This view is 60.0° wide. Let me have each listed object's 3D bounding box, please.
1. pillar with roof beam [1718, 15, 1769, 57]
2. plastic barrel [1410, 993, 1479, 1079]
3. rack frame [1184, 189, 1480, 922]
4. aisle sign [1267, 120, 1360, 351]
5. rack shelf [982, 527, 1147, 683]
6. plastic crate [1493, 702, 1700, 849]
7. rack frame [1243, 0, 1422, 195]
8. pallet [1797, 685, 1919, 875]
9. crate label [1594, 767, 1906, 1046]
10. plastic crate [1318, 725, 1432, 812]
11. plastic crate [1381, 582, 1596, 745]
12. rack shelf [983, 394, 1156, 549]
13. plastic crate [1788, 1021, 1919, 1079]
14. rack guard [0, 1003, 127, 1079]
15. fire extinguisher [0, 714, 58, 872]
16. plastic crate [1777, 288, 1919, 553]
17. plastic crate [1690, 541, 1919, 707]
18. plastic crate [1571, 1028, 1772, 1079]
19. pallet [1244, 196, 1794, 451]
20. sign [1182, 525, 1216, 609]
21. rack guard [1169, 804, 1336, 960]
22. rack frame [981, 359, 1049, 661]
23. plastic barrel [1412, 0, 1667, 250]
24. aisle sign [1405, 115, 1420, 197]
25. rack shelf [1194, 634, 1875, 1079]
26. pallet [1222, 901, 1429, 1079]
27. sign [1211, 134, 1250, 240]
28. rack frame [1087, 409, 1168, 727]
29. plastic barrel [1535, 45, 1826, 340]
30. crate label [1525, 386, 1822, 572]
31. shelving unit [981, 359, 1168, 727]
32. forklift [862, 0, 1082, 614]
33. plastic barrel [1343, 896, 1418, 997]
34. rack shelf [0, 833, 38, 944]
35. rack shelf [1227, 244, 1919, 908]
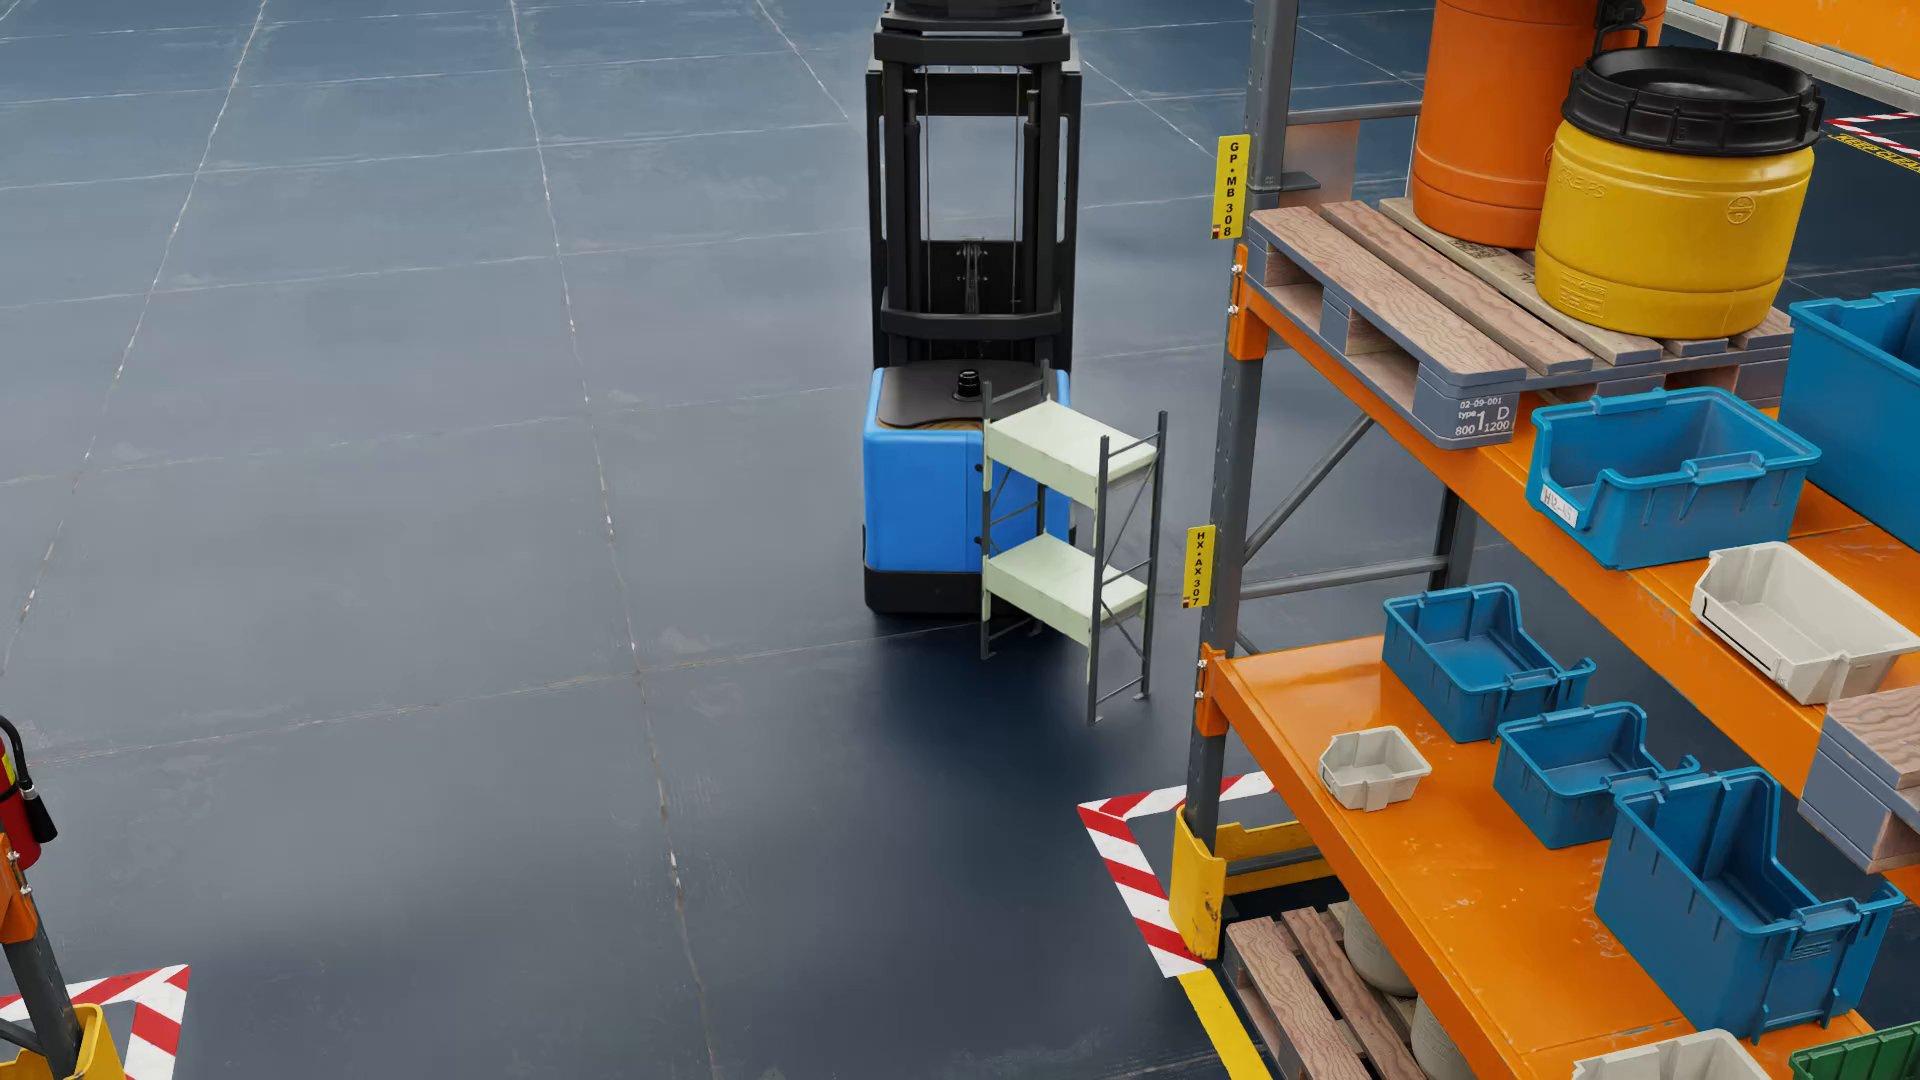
[{"bbox_3d":[4.602,-8.770,15.418,9.100,9.000,0.400,-8,31,-13],"label":"pillar with roof beam"},{"bbox_3d":[1.748,1.589,5.574,0.421,0.512,0.421,0,30,0],"label":"plastic barrel"},{"bbox_3d":[1.366,0.144,6.006,1.000,3.000,0.127,-8,31,-13],"label":"rack frame"},{"bbox_3d":[1.065,-0.977,5.348,0.394,0.787,0.004,-8,31,-13],"label":"aisle sign"},{"bbox_3d":[0.503,0.296,7.892,0.431,0.370,0.720,-24,38,-35],"label":"rack shelf"},{"bbox_3d":[1.954,0.725,5.151,0.499,0.251,0.408,-8,31,-13],"label":"plastic crate"},{"bbox_3d":[1.366,-2.452,4.503,1.000,3.000,0.127,-8,31,-13],"label":"rack frame"},{"bbox_3d":[2.142,0.524,2.544,1.213,0.211,1.003,-8,31,-13],"label":"pallet"},{"bbox_3d":[2.115,0.982,4.524,0.502,0.435,0.616,-8,31,-13],"label":"crate label"},{"bbox_3d":[1.293,0.733,5.252,0.298,0.136,0.250,-8,31,-13],"label":"plastic crate"},{"bbox_3d":[1.787,0.411,5.695,0.499,0.251,0.616,-8,31,-13],"label":"plastic crate"},{"bbox_3d":[0.503,-0.324,7.533,0.431,0.370,0.720,-24,38,-35],"label":"rack shelf"},{"bbox_3d":[2.340,1.475,3.919,0.450,0.188,0.662,-8,31,-13],"label":"plastic crate"},{"bbox_3d":[-3.389,1.921,5.431,1.175,0.500,0.348,-8,31,-13],"label":"rack guard"},{"bbox_3d":[-2.995,0.720,5.089,0.296,0.674,0.183,-8,31,-13],"label":"fire extinguisher"},{"bbox_3d":[2.163,-0.266,3.737,0.392,0.384,0.575,-8,31,-13],"label":"plastic crate"},{"bbox_3d":[1.612,0.171,3.230,0.243,0.136,0.396,-8,31,-13],"label":"plastic crate"},{"bbox_3d":[1.753,1.440,4.031,0.530,0.136,0.437,-8,31,-13],"label":"plastic crate"},{"bbox_3d":[1.491,-0.660,4.589,1.003,0.211,1.213,-8,31,-13],"label":"pallet"},{"bbox_3d":[0.835,0.096,5.814,0.100,0.325,0.005,-8,31,-13],"label":"sign"},{"bbox_3d":[1.432,1.257,6.580,1.175,0.500,0.348,-8,31,-13],"label":"rack guard"},{"bbox_3d":[0.258,-0.122,7.964,0.400,1.500,0.023,-24,38,-35],"label":"rack frame"},{"bbox_3d":[1.618,-1.304,4.666,0.600,0.830,0.708,-8,31,-13],"label":"plastic barrel"},{"bbox_3d":[1.633,-1.055,5.483,0.394,0.787,0.004,-8,31,-13],"label":"aisle sign"},{"bbox_3d":[1.897,1.422,4.518,1.077,0.370,4.000,-8,31,-13],"label":"rack shelf"},{"bbox_3d":[1.642,1.775,5.973,1.003,0.211,1.213,-8,31,-13],"label":"pallet"},{"bbox_3d":[0.835,-1.087,5.130,0.100,0.325,0.005,-8,31,-13],"label":"sign"},{"bbox_3d":[0.747,0.150,7.493,0.400,1.500,0.023,-24,38,-35],"label":"rack frame"},{"bbox_3d":[1.791,-0.883,4.180,0.600,0.588,0.600,0,30,0],"label":"plastic barrel"},{"bbox_3d":[1.544,-0.142,3.654,0.502,0.251,0.408,-8,31,-13],"label":"crate label"},{"bbox_3d":[0.503,0.014,7.728,0.431,1.500,0.755,-24,38,-35],"label":"shelving unit"},{"bbox_3d":[0.075,-1.591,9.073,1.130,2.935,3.031,1,30,1],"label":"forklift"},{"bbox_3d":[1.614,1.347,5.993,0.421,0.512,0.421,0,30,0],"label":"plastic barrel"},{"bbox_3d":[-2.878,2.080,3.380,1.077,0.370,4.000,-8,31,-13],"label":"rack shelf"},{"bbox_3d":[1.897,0.123,3.766,1.077,0.370,4.000,-8,31,-13],"label":"rack shelf"}]
